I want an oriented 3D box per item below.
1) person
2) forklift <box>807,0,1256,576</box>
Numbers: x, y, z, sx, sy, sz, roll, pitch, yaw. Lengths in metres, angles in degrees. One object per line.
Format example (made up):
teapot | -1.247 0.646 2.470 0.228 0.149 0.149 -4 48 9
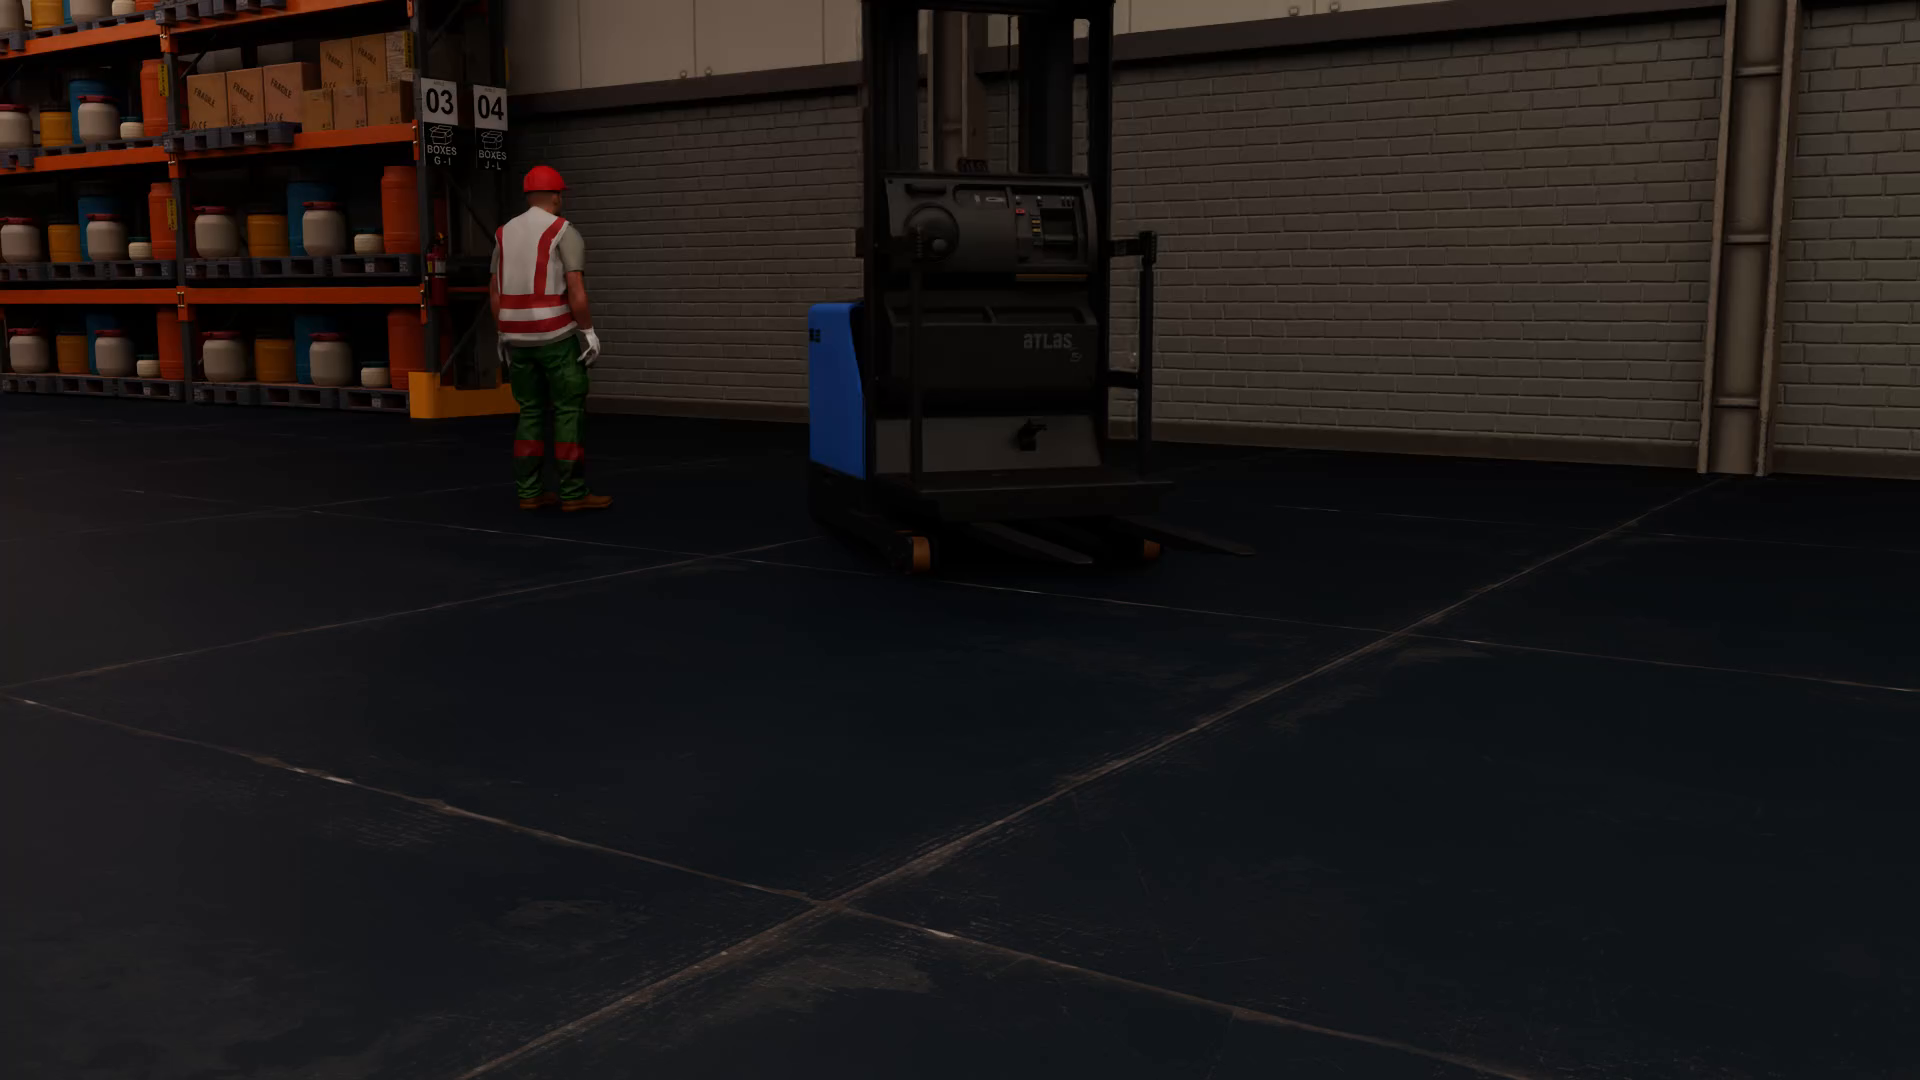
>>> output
person | -2.154 -1.046 8.654 0.619 1.779 0.448 4 9 24
forklift | 0.207 -1.370 6.827 1.130 2.935 3.031 -3 9 -19
